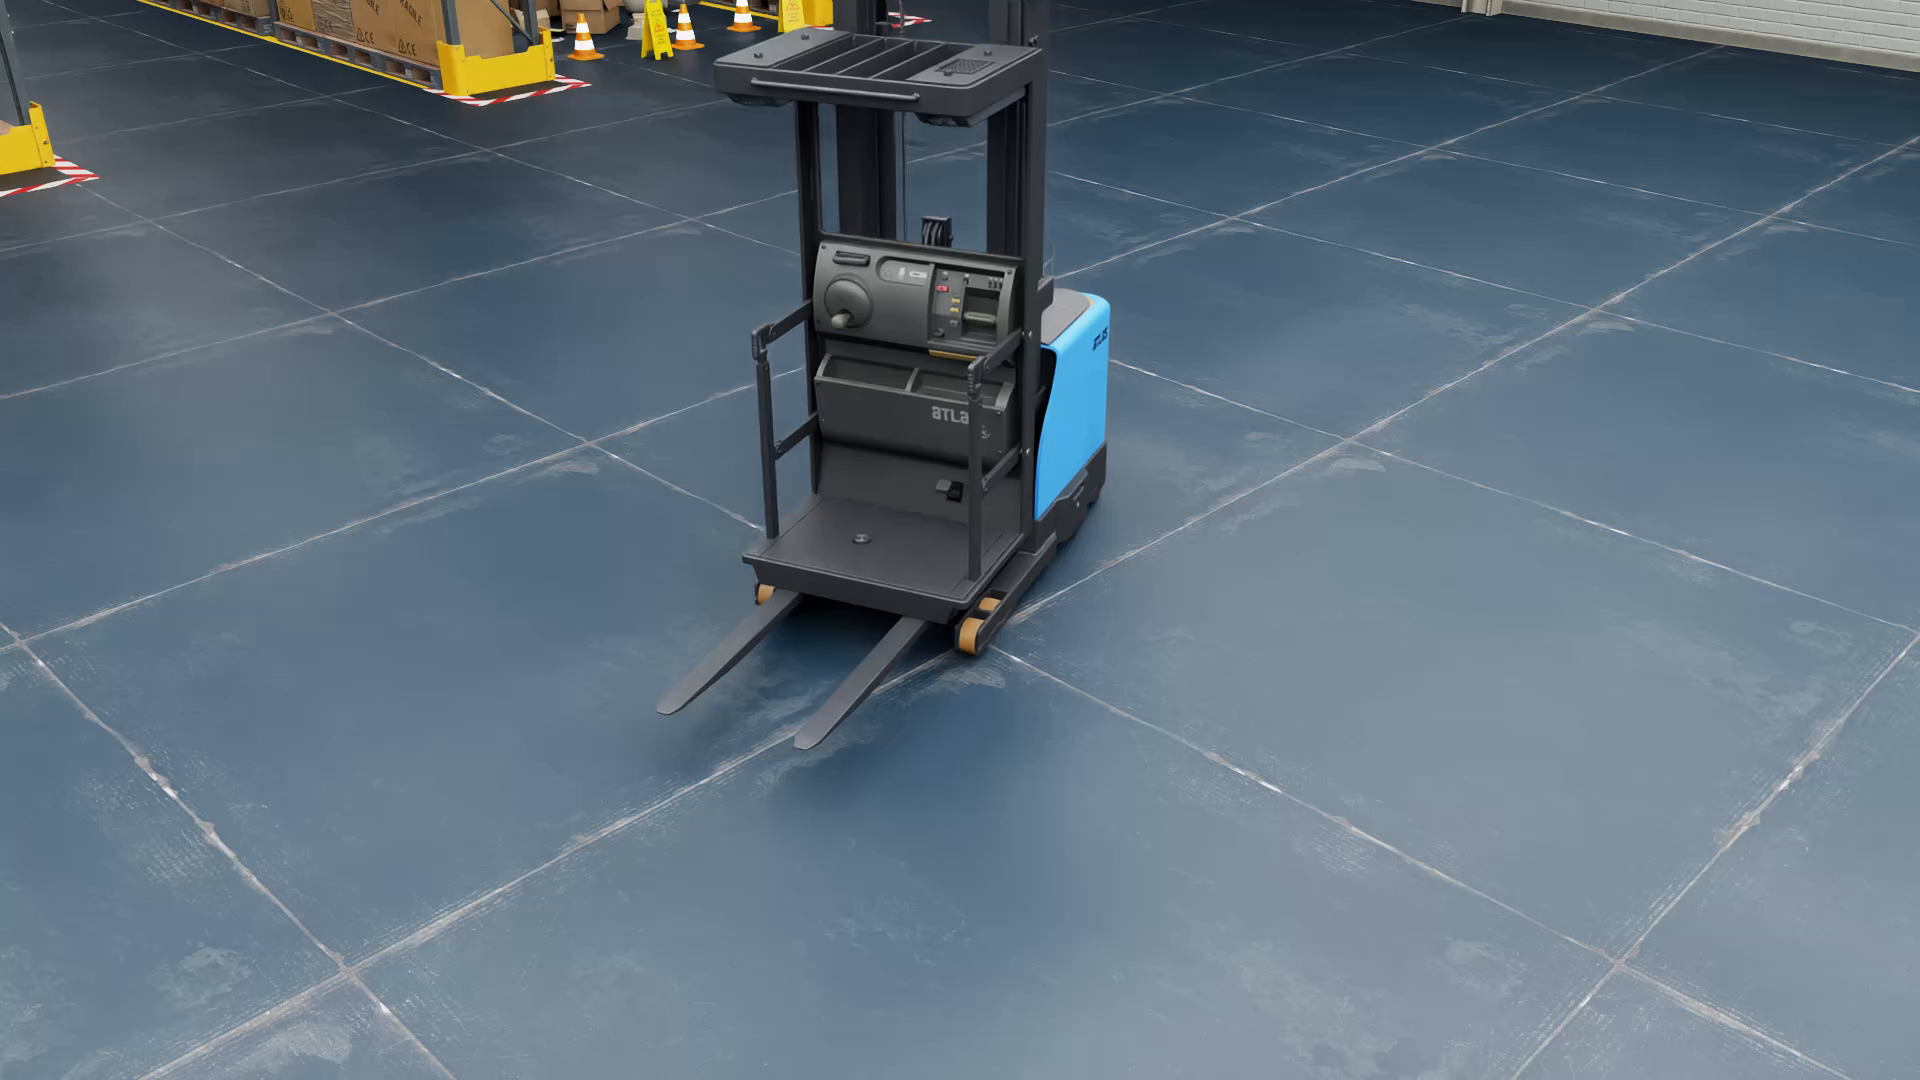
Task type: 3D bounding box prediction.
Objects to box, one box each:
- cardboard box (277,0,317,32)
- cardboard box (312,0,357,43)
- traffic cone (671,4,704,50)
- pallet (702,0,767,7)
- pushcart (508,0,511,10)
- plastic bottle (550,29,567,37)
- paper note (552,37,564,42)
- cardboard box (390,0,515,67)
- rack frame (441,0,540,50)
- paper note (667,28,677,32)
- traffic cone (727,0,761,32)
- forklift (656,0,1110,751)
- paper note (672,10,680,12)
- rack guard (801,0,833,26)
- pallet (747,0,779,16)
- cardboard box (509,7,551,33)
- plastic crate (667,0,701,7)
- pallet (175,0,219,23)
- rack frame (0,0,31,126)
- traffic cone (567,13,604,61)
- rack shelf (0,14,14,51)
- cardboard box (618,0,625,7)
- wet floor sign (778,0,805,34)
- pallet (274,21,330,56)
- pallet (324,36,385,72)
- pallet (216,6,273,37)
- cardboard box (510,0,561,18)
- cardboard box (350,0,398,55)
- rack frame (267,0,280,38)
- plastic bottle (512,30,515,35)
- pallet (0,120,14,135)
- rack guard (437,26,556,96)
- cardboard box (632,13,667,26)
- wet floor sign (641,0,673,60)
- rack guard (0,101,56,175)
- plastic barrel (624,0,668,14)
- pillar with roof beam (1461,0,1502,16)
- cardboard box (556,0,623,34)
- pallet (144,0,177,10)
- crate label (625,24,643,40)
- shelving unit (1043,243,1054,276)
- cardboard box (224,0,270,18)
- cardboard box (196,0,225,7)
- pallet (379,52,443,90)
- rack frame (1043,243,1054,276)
[{"bbox_3d":[-7.219,-6.361,18.956,0.875,0.875,0.875,-25,36,-38],"label":"cardboard box"},{"bbox_3d":[-6.573,-6.068,18.399,0.875,0.875,0.875,25,37,39],"label":"cardboard box"},{"bbox_3d":[-3.114,-5.825,18.830,0.334,0.463,0.336,25,36,38],"label":"traffic cone"},{"bbox_3d":[-2.842,-7.180,21.678,1.213,0.211,1.003,25,36,38],"label":"pallet"},{"bbox_3d":[-5.783,-7.086,21.321,0.936,0.377,1.648,12,30,22],"label":"pushcart"},{"bbox_3d":[-4.769,-5.954,19.508,0.283,0.061,0.133,12,30,22],"label":"plastic bottle"},{"bbox_3d":[-4.664,-5.785,19.222,0.144,0.017,0.142,-13,30,-22],"label":"paper note"},{"bbox_3d":[-5.296,-5.484,17.287,0.875,0.875,0.875,25,37,39],"label":"cardboard box"},{"bbox_3d":[-4.766,-6.039,16.511,0.127,3.000,1.000,25,36,38],"label":"rack frame"},{"bbox_3d":[-3.437,-6.048,19.720,0.142,0.019,0.148,12,30,22],"label":"paper note"},{"bbox_3d":[-2.578,-6.304,19.741,0.334,0.463,0.336,25,36,38],"label":"traffic cone"},{"bbox_3d":[-0.287,-1.017,7.035,1.130,2.935,3.031,11,30,20],"label":"forklift"},{"bbox_3d":[-3.525,-6.647,20.859,0.148,0.019,0.142,12,30,22],"label":"paper note"},{"bbox_3d":[-1.422,-6.633,20.327,0.348,0.500,1.175,25,36,38],"label":"rack guard"},{"bbox_3d":[-1.976,-6.782,20.921,1.213,0.211,1.003,25,36,38],"label":"pallet"},{"bbox_3d":[-5.101,-6.184,19.726,0.396,0.266,0.258,-18,33,-31],"label":"cardboard box"},{"bbox_3d":[-3.675,-6.943,21.368,0.583,0.080,0.402,12,30,22],"label":"plastic crate"},{"bbox_3d":[-9.095,-6.735,20.831,1.213,0.211,1.003,25,36,38],"label":"pallet"},{"bbox_3d":[-8.315,-4.426,13.444,0.127,3.000,1.000,25,36,38],"label":"rack frame"},{"bbox_3d":[-4.149,-5.560,18.328,0.334,0.463,0.336,25,36,38],"label":"traffic cone"},{"bbox_3d":[-9.741,-4.760,14.852,4.000,0.370,1.077,25,36,38],"label":"rack shelf"},{"bbox_3d":[-4.410,-7.113,21.238,0.500,0.500,0.500,-3,28,-5],"label":"cardboard box"},{"bbox_3d":[-1.982,-6.255,19.453,0.267,0.644,0.232,-13,30,-22],"label":"wet floor sign"},{"bbox_3d":[-7.131,-5.836,19.121,1.213,0.211,1.003,25,36,38],"label":"pallet"},{"bbox_3d":[-6.256,-5.437,18.364,1.213,0.211,1.003,25,36,38],"label":"pallet"},{"bbox_3d":[-8.221,-6.336,20.074,1.213,0.211,1.003,25,36,38],"label":"pallet"},{"bbox_3d":[-5.067,-6.705,20.315,0.503,0.637,0.797,25,36,38],"label":"cardboard box"},{"bbox_3d":[-5.925,-5.770,17.832,0.875,0.875,0.875,24,36,38],"label":"cardboard box"},{"bbox_3d":[-7.618,-7.344,18.994,0.127,3.000,1.000,25,36,38],"label":"rack frame"},{"bbox_3d":[-5.336,-5.928,19.458,0.133,0.061,0.283,12,30,22],"label":"plastic bottle"},{"bbox_3d":[-8.924,-3.493,14.666,1.213,0.211,1.003,25,36,38],"label":"pallet"},{"bbox_3d":[-4.749,-4.925,17.078,0.348,0.500,1.175,25,36,38],"label":"rack guard"},{"bbox_3d":[-3.718,-6.210,19.900,0.380,0.149,0.250,-7,29,-14],"label":"cardboard box"},{"bbox_3d":[-3.357,-5.644,18.291,0.232,0.644,0.267,18,33,30],"label":"wet floor sign"},{"bbox_3d":[-8.369,-3.344,14.073,0.348,0.500,1.175,25,36,38],"label":"rack guard"},{"bbox_3d":[-3.902,-6.746,20.624,0.512,0.421,0.421,-3,28,-5],"label":"plastic barrel"},{"bbox_3d":[3.506,-9.158,15.998,0.400,9.000,9.100,25,36,38],"label":"pillar with roof beam"},{"bbox_3d":[-4.395,-6.342,19.771,0.637,0.503,0.797,2,28,4],"label":"cardboard box"},{"bbox_3d":[-9.961,-7.133,21.588,1.213,0.211,1.003,25,36,38],"label":"pallet"},{"bbox_3d":[-3.718,-5.916,19.354,0.298,0.136,0.250,7,29,13],"label":"crate label"},{"bbox_3d":[0.349,-0.969,8.800,0.189,1.200,0.258,11,29,19],"label":"shelving unit"},{"bbox_3d":[-8.124,-6.707,19.748,0.750,0.750,1.050,24,36,38],"label":"cardboard box"},{"bbox_3d":[-8.809,-7.023,20.349,0.750,0.750,1.050,25,36,38],"label":"cardboard box"},{"bbox_3d":[-5.391,-5.039,17.607,1.213,0.211,1.003,25,36,38],"label":"pallet"},{"bbox_3d":[0.434,-0.953,8.770,0.006,1.200,0.240,11,29,19],"label":"rack frame"}]
